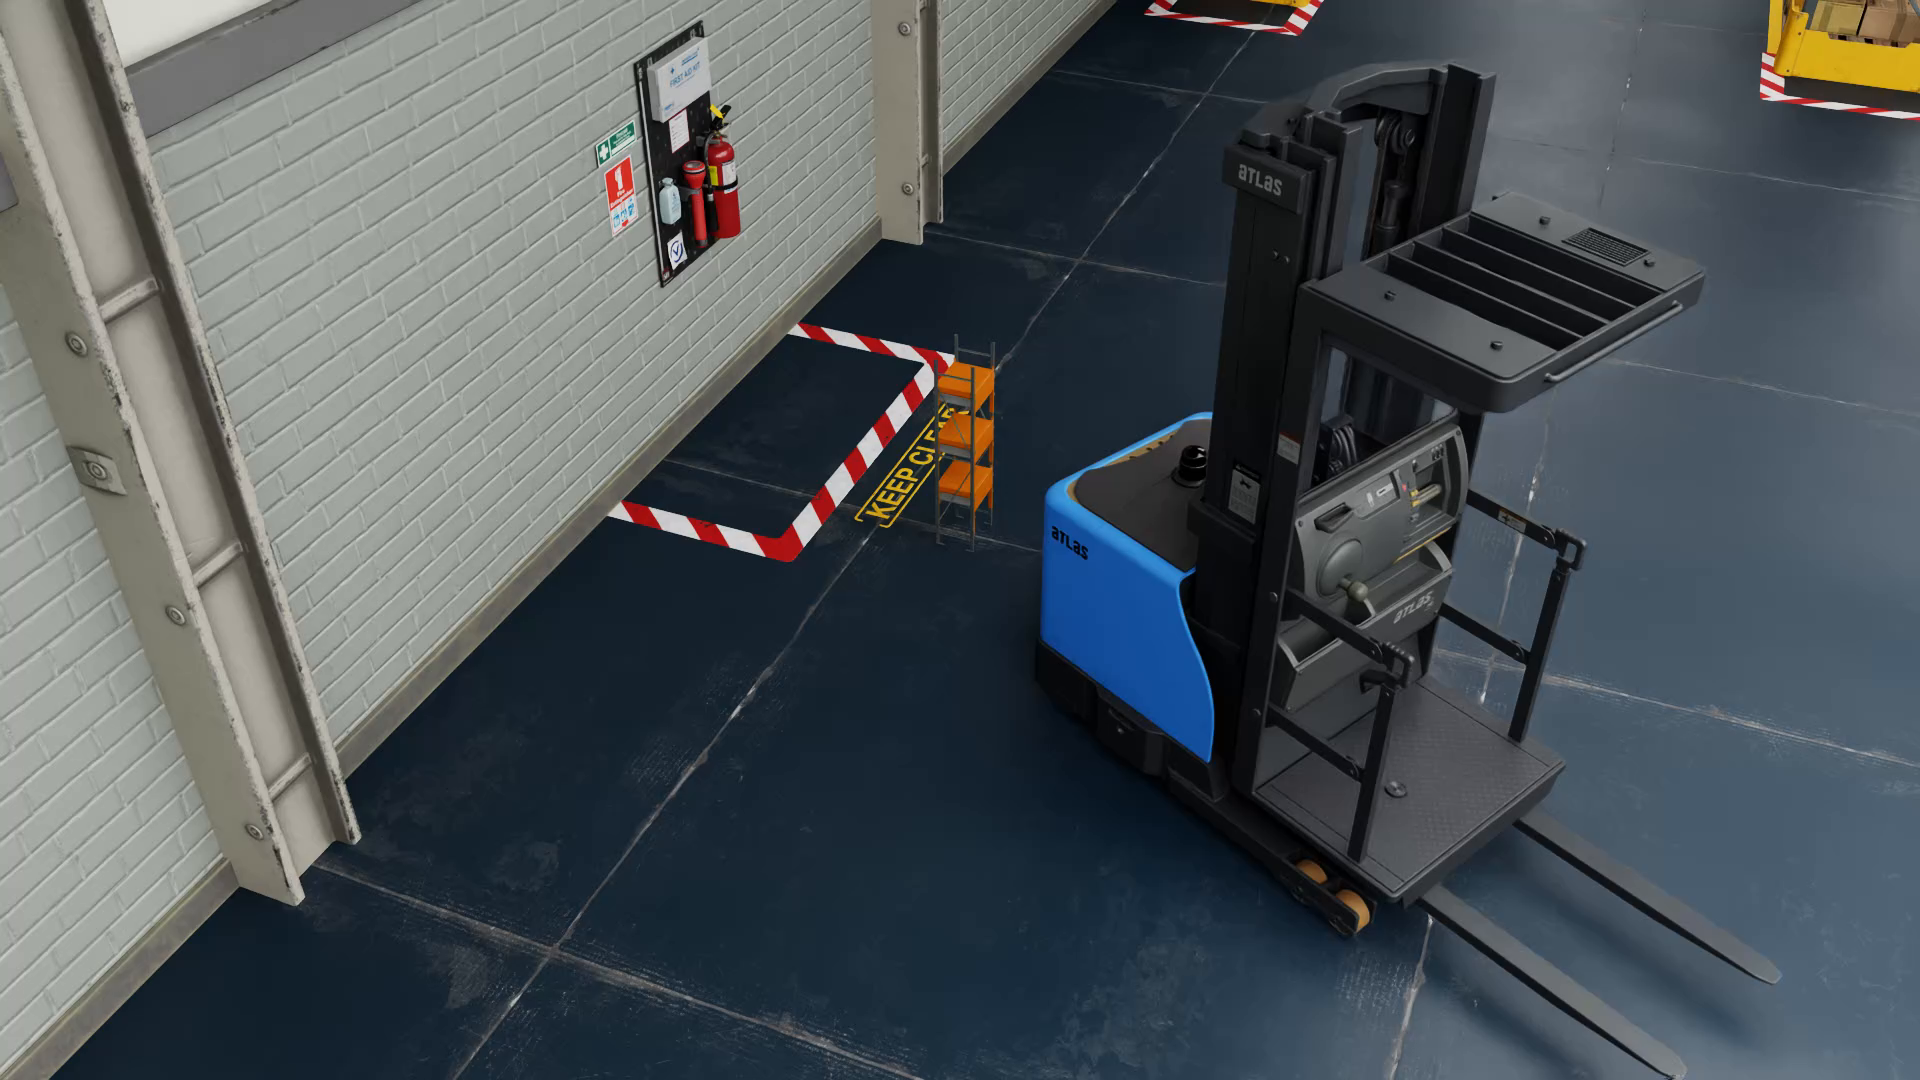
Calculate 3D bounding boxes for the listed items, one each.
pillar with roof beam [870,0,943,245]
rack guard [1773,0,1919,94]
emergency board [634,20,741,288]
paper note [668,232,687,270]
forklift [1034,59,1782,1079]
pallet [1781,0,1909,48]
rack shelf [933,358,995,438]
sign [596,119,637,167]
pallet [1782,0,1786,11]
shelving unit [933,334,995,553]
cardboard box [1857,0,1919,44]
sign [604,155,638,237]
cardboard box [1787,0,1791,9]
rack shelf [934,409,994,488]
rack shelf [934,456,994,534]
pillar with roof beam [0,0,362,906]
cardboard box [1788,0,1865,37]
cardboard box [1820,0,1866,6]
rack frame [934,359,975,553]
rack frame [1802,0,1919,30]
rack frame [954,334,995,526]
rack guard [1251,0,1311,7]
[{"bbox_3d":[3.653,-4.686,7.003,9.100,9.000,0.400,14,39,18],"label":"pillar with roof beam"},{"bbox_3d":[7.062,-3.860,12.997,1.175,0.500,0.348,14,39,18],"label":"rack guard"},{"bbox_3d":[-1.303,-1.904,8.293,0.194,1.169,0.643,14,39,18],"label":"emergency board"},{"bbox_3d":[-1.435,-1.469,8.446,0.016,0.148,0.142,14,39,18],"label":"paper note"},{"bbox_3d":[1.659,-0.033,5.846,1.130,2.935,3.031,-27,44,-31],"label":"forklift"},{"bbox_3d":[7.324,-4.191,13.681,1.003,0.211,1.213,14,39,18],"label":"pallet"},{"bbox_3d":[0.020,-0.669,7.812,0.215,0.259,0.240,14,39,18],"label":"rack shelf"},{"bbox_3d":[-1.599,-1.849,7.746,0.001,0.109,0.331,14,39,18],"label":"sign"},{"bbox_3d":[7.789,-4.864,14.581,1.003,0.211,1.213,14,39,18],"label":"pallet"},{"bbox_3d":[0.020,-0.450,7.975,0.215,1.050,0.252,14,39,18],"label":"shelving unit"},{"bbox_3d":[7.481,-4.188,13.294,0.500,0.250,0.500,14,39,18],"label":"cardboard box"},{"bbox_3d":[-1.609,-1.636,7.904,0.001,0.329,0.234,14,39,18],"label":"sign"},{"bbox_3d":[7.181,-4.586,13.826,0.500,0.250,0.500,14,39,18],"label":"cardboard box"},{"bbox_3d":[0.020,-0.442,7.982,0.215,0.259,0.240,14,39,18],"label":"rack shelf"},{"bbox_3d":[0.020,-0.219,8.148,0.215,0.259,0.240,14,39,18],"label":"rack shelf"},{"bbox_3d":[1.370,-1.364,2.559,9.100,9.000,0.400,14,39,18],"label":"pillar with roof beam"},{"bbox_3d":[7.002,-4.306,13.451,0.500,0.250,0.500,14,39,18],"label":"cardboard box"},{"bbox_3d":[7.000,-4.607,13.228,0.500,0.500,0.500,14,39,18],"label":"cardboard box"},{"bbox_3d":[-0.026,-0.383,7.885,0.200,1.050,0.008,14,39,18],"label":"rack frame"},{"bbox_3d":[7.071,-4.875,12.267,1.000,3.000,0.127,14,39,18],"label":"rack frame"},{"bbox_3d":[0.067,-0.518,8.066,0.200,1.050,0.008,14,39,18],"label":"rack frame"},{"bbox_3d":[2.518,-5.042,14.578,1.175,0.500,0.348,14,39,18],"label":"rack guard"}]
